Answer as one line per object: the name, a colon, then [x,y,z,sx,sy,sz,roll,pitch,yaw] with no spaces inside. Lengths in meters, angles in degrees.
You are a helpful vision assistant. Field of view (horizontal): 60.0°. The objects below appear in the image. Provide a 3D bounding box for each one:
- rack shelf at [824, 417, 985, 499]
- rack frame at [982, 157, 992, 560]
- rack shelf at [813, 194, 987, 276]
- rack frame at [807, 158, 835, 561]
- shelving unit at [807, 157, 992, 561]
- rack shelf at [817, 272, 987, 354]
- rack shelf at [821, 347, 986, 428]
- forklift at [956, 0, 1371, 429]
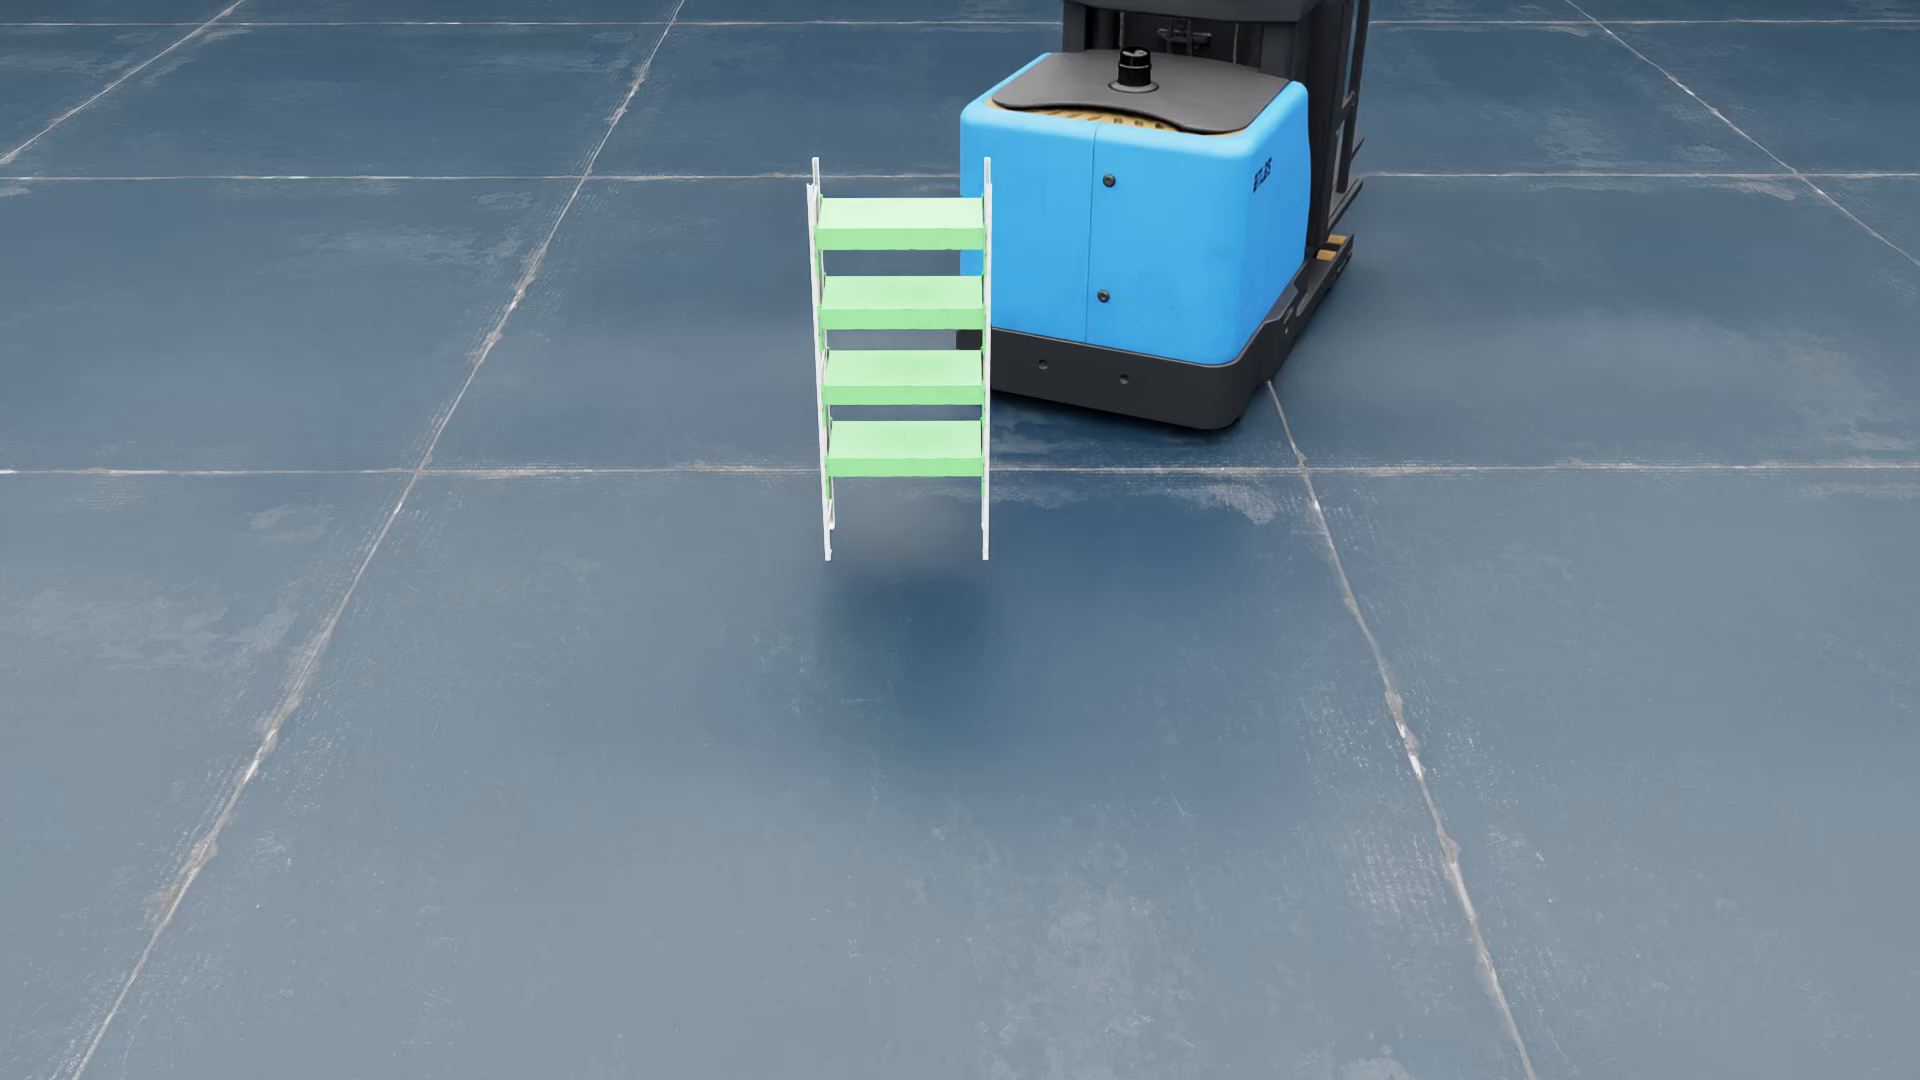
rack shelf: [-0.166,-0.253,5.096,0.480,0.148,0.258,0,31,0]
rack frame: [0.078,-0.513,4.939,0.015,1.200,0.240,0,31,0]
rack shelf: [-0.166,-0.868,4.722,0.480,0.148,0.258,0,31,0]
rack frame: [-0.410,-0.512,4.937,0.015,1.200,0.240,0,31,0]
shelving unit: [-0.166,-0.512,4.938,0.503,1.200,0.258,0,31,0]
rack shelf: [-0.166,-0.663,4.847,0.480,0.148,0.258,0,31,0]
rack shelf: [-0.166,-0.458,4.971,0.480,0.148,0.258,0,31,0]
forklift: [1.040,-2.383,6.352,1.130,2.935,3.031,13,34,20]
